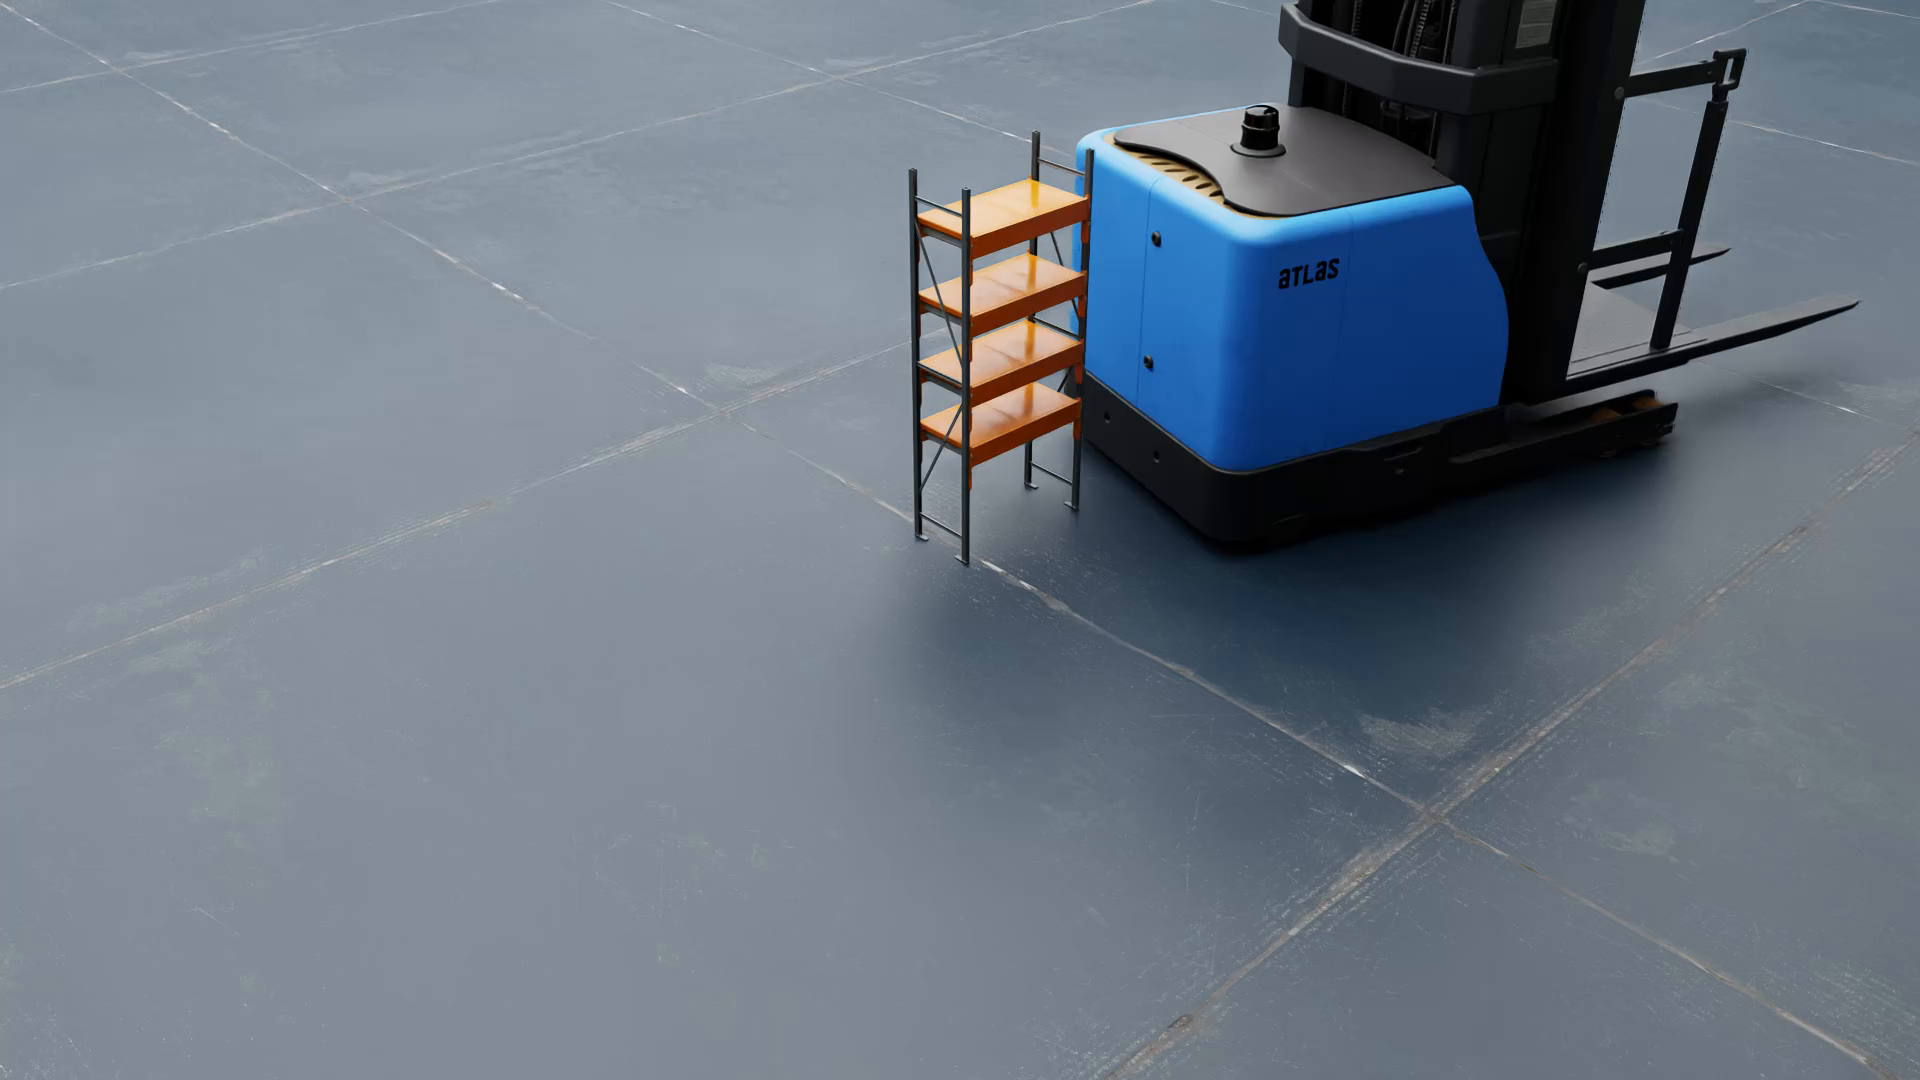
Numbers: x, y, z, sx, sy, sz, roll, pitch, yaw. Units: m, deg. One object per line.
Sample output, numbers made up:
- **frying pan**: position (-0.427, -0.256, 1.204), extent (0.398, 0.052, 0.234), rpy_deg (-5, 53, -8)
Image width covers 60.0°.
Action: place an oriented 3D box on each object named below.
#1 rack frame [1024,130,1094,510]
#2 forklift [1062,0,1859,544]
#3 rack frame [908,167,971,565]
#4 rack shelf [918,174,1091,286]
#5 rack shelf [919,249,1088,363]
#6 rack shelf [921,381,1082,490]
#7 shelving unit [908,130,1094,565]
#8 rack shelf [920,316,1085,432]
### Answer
- **rack frame**: position (0.300, -0.657, 5.175), extent (0.015, 1.200, 0.240), rpy_deg (-26, 40, -35)
- **forklift**: position (1.908, -1.764, 5.325), extent (3.031, 2.935, 1.130), rpy_deg (-15, 34, -23)
- **rack frame**: position (-0.058, -0.484, 4.891), extent (0.015, 1.200, 0.240), rpy_deg (-26, 40, -35)
- **rack shelf**: position (0.121, -0.906, 4.828), extent (0.480, 0.148, 0.258), rpy_deg (-26, 40, -35)
- **rack shelf**: position (0.121, -0.704, 4.951), extent (0.480, 0.148, 0.258), rpy_deg (-26, 40, -35)
- **rack shelf**: position (0.121, -0.344, 5.172), extent (0.480, 0.148, 0.258), rpy_deg (-26, 40, -35)
- **shelving unit**: position (0.121, -0.571, 5.033), extent (0.503, 1.200, 0.258), rpy_deg (-26, 40, -35)
- **rack shelf**: position (0.121, -0.513, 5.068), extent (0.480, 0.148, 0.258), rpy_deg (-26, 40, -35)
